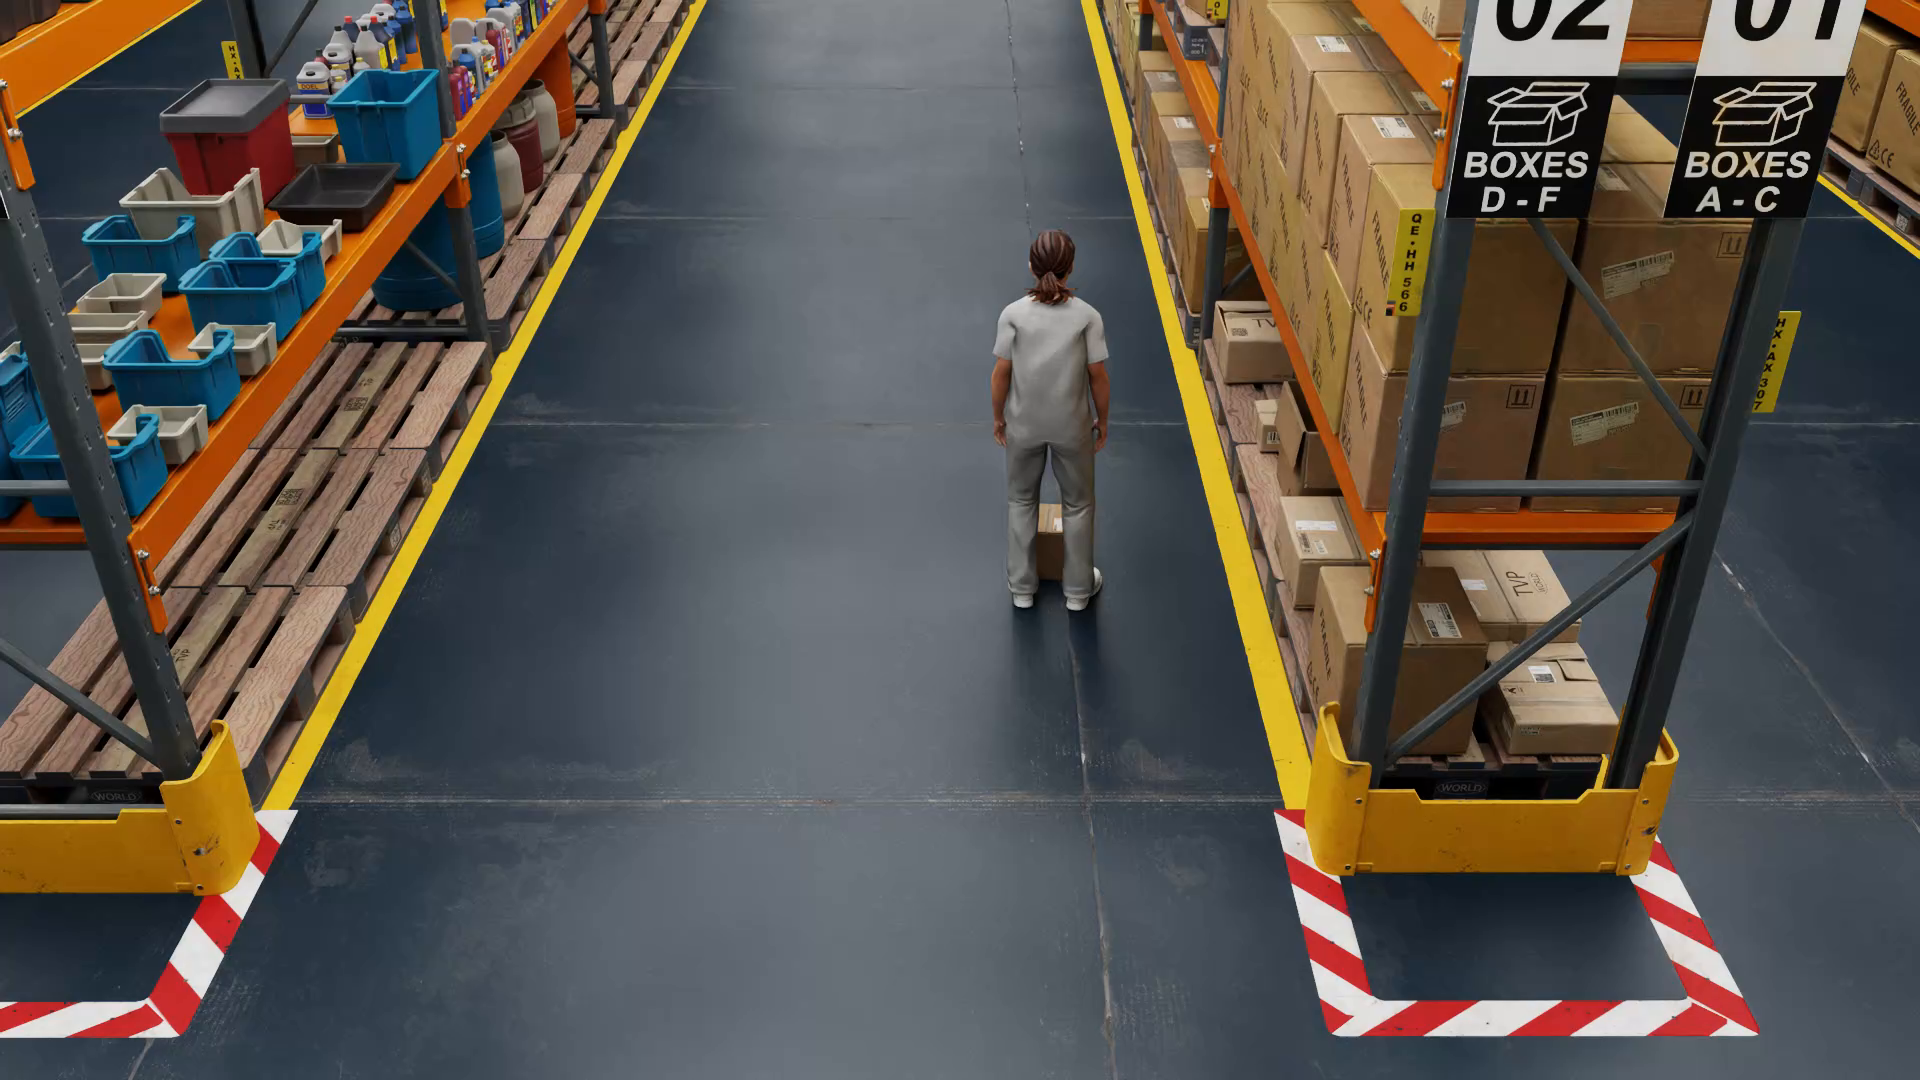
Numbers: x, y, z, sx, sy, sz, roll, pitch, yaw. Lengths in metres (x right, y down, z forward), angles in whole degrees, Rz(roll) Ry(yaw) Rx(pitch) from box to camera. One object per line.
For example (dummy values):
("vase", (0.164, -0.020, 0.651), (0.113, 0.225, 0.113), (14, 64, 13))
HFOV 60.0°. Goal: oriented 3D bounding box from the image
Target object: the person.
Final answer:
("person", (0.374, -0.470, 6.899), (0.491, 1.673, 0.350), (4, 32, 6))
